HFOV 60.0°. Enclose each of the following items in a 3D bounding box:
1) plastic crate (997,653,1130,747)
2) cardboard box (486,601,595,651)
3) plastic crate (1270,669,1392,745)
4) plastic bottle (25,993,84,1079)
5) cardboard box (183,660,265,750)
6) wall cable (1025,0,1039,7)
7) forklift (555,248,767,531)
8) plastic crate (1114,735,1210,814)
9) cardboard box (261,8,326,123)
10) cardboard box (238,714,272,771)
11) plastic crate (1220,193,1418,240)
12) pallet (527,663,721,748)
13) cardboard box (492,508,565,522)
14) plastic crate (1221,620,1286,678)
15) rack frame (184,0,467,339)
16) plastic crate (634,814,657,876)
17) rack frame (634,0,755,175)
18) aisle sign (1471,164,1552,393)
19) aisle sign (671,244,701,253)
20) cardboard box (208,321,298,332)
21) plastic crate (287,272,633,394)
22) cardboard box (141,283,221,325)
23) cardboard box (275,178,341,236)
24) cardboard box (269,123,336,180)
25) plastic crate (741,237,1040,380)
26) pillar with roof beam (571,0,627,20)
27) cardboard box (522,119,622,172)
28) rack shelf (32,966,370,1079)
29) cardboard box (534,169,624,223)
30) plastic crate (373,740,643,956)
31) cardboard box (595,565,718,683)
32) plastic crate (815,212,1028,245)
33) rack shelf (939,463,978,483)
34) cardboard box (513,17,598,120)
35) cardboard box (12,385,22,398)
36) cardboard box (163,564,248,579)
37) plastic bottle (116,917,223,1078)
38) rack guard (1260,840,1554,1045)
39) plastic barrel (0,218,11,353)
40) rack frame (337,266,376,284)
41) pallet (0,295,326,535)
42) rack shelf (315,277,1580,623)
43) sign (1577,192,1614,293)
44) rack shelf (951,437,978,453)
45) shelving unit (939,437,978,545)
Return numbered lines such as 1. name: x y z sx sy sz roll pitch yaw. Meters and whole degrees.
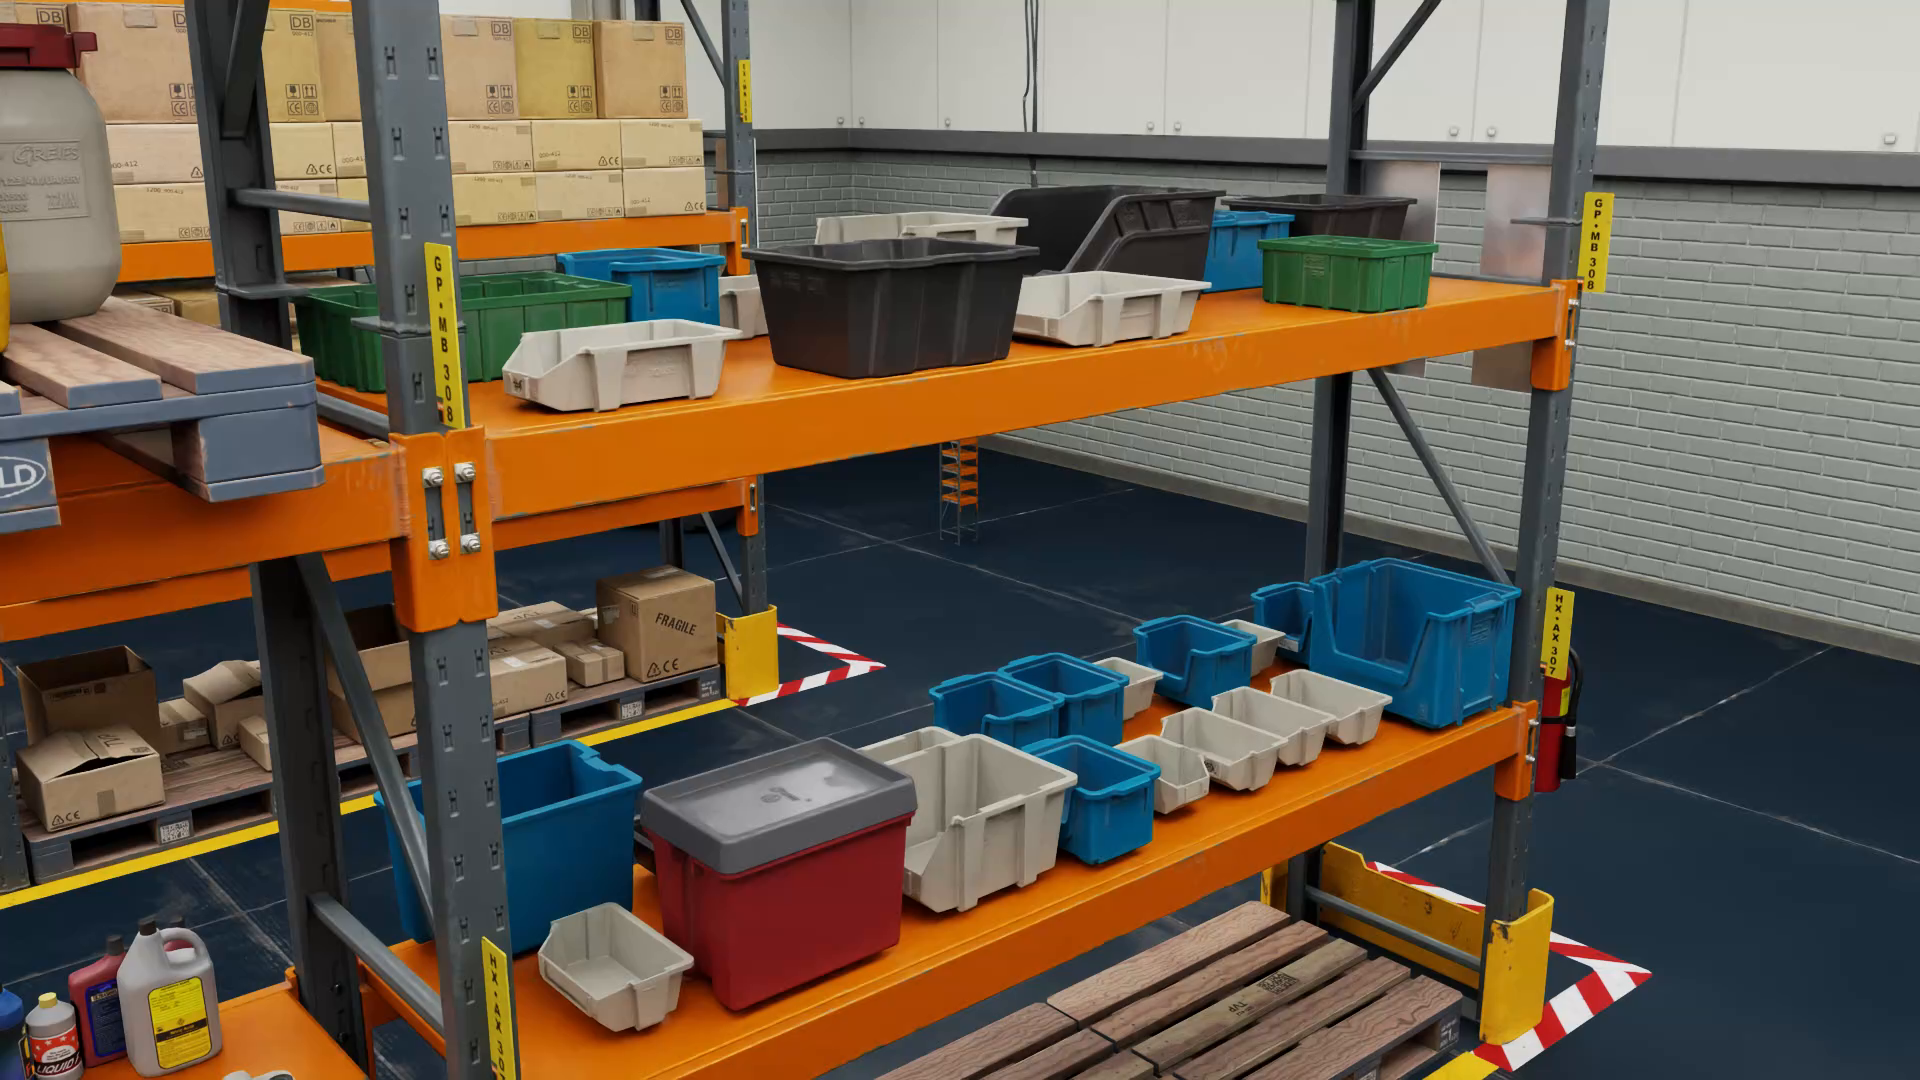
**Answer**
1. plastic crate: 0.343 0.558 5.557 0.300 0.233 0.416 -13 19 -39
2. cardboard box: -2.484 0.578 9.750 0.500 0.250 0.500 -13 19 -39
3. plastic crate: 1.242 0.577 5.672 0.243 0.136 0.396 -13 19 -39
4. plastic bottle: -2.012 1.104 3.691 0.097 0.201 0.097 0 15 0
5. cardboard box: -3.719 0.826 8.704 0.500 0.311 0.500 -13 19 -39
6. wall cable: 1.512 -5.824 13.845 0.112 2.526 3.097 -13 19 -39
7. forklift: -3.223 -1.700 13.935 3.031 2.935 1.130 5 16 19
8. plastic crate: 0.609 0.729 5.103 0.250 0.136 0.298 -13 19 -39
9. cardboard box: -3.343 -2.195 7.713 0.500 0.500 0.700 -13 19 -39
10. cardboard box: -3.423 0.997 8.344 0.250 0.166 0.380 -13 19 -39
11. plastic crate: 1.265 -1.070 5.883 0.590 0.269 0.497 -13 19 -39
12. pallet: -2.169 0.836 9.712 1.213 0.211 1.003 -13 19 -39
13. cardboard box: -2.439 -0.407 8.768 0.500 0.500 0.500 -12 19 -39
14. plastic crate: 1.040 0.420 6.261 0.298 0.136 0.250 -13 19 -39
15. rack frame: -1.279 -1.915 2.984 0.127 3.000 1.000 -13 19 -39
16. plastic crate: -0.611 0.845 4.691 0.590 0.125 0.437 -13 19 -39
17. rack frame: -1.510 -3.558 9.133 0.127 3.000 1.000 -13 19 -39
18. aisle sign: 1.985 -0.906 5.791 0.004 0.787 0.394 -13 19 -39
19. aisle sign: -1.652 -1.984 9.829 0.004 0.787 0.394 -13 19 -39
20. cardboard box: -3.551 -0.822 8.384 0.500 0.500 0.500 -12 19 -39
21. plastic crate: -1.158 -0.495 3.887 0.662 0.188 0.450 -13 19 -39
22. cardboard box: -5.685 -1.555 12.676 0.700 0.700 0.980 -13 20 -40
23. cardboard box: -3.241 -1.561 7.761 0.500 0.250 0.500 -13 19 -39
24. cardboard box: -3.237 -1.802 7.692 0.500 0.250 0.500 -13 19 -39
25. plastic crate: -0.162 -0.560 3.975 0.590 0.269 0.497 -13 19 -39
26. pillar with roof beam: -0.470 -4.309 11.946 0.400 9.000 9.100 -13 19 -39
27. cardboard box: -2.108 -2.056 8.646 0.500 0.250 0.500 -13 19 -39
28. rack shelf: -2.788 1.669 2.582 4.000 0.370 1.077 -13 19 -39
29. cardboard box: -2.109 -1.815 8.712 0.500 0.250 0.500 -13 19 -39
30. plastic crate: -1.151 0.816 4.297 0.575 0.384 0.392 -13 19 -39
31. cardboard box: -1.759 0.476 9.649 0.500 0.500 0.500 -13 19 -39
32. plastic crate: -0.136 -0.771 4.742 0.530 0.282 0.437 -13 19 -39
33. rack shelf: -0.011 -0.534 13.097 0.180 0.103 0.258 -13 19 -39
34. cardboard box: -2.320 -2.482 8.785 0.500 0.500 0.700 -13 19 -39
35. cardboard box: -3.988 -0.538 7.322 0.500 0.500 0.500 -12 19 -38
36. cardboard box: -3.580 -0.151 7.809 0.500 0.500 0.500 -12 19 -38
37. plastic bottle: -1.788 1.010 3.751 0.185 0.351 0.144 -13 19 -39
38. rack guard: 1.748 1.506 6.642 0.348 0.500 1.175 -13 19 -39
39. plastic barrel: -1.834 -0.566 2.565 0.600 0.588 0.600 0 15 0
40. rack frame: -4.765 -1.623 13.515 0.127 3.000 1.000 -13 19 -39
41. pallet: -1.806 -0.223 2.827 1.003 0.211 1.213 -13 19 -39
42. rack shelf: 0.230 -0.458 4.732 4.000 0.370 1.077 -13 19 -39
43. sign: 2.112 -0.989 5.530 0.005 0.325 0.100 -13 19 -39
44. rack shelf: -0.011 -0.766 13.035 0.180 0.103 0.258 -13 19 -39
45. shelving unit: -0.011 -0.577 13.086 0.189 1.200 0.258 -13 19 -39
